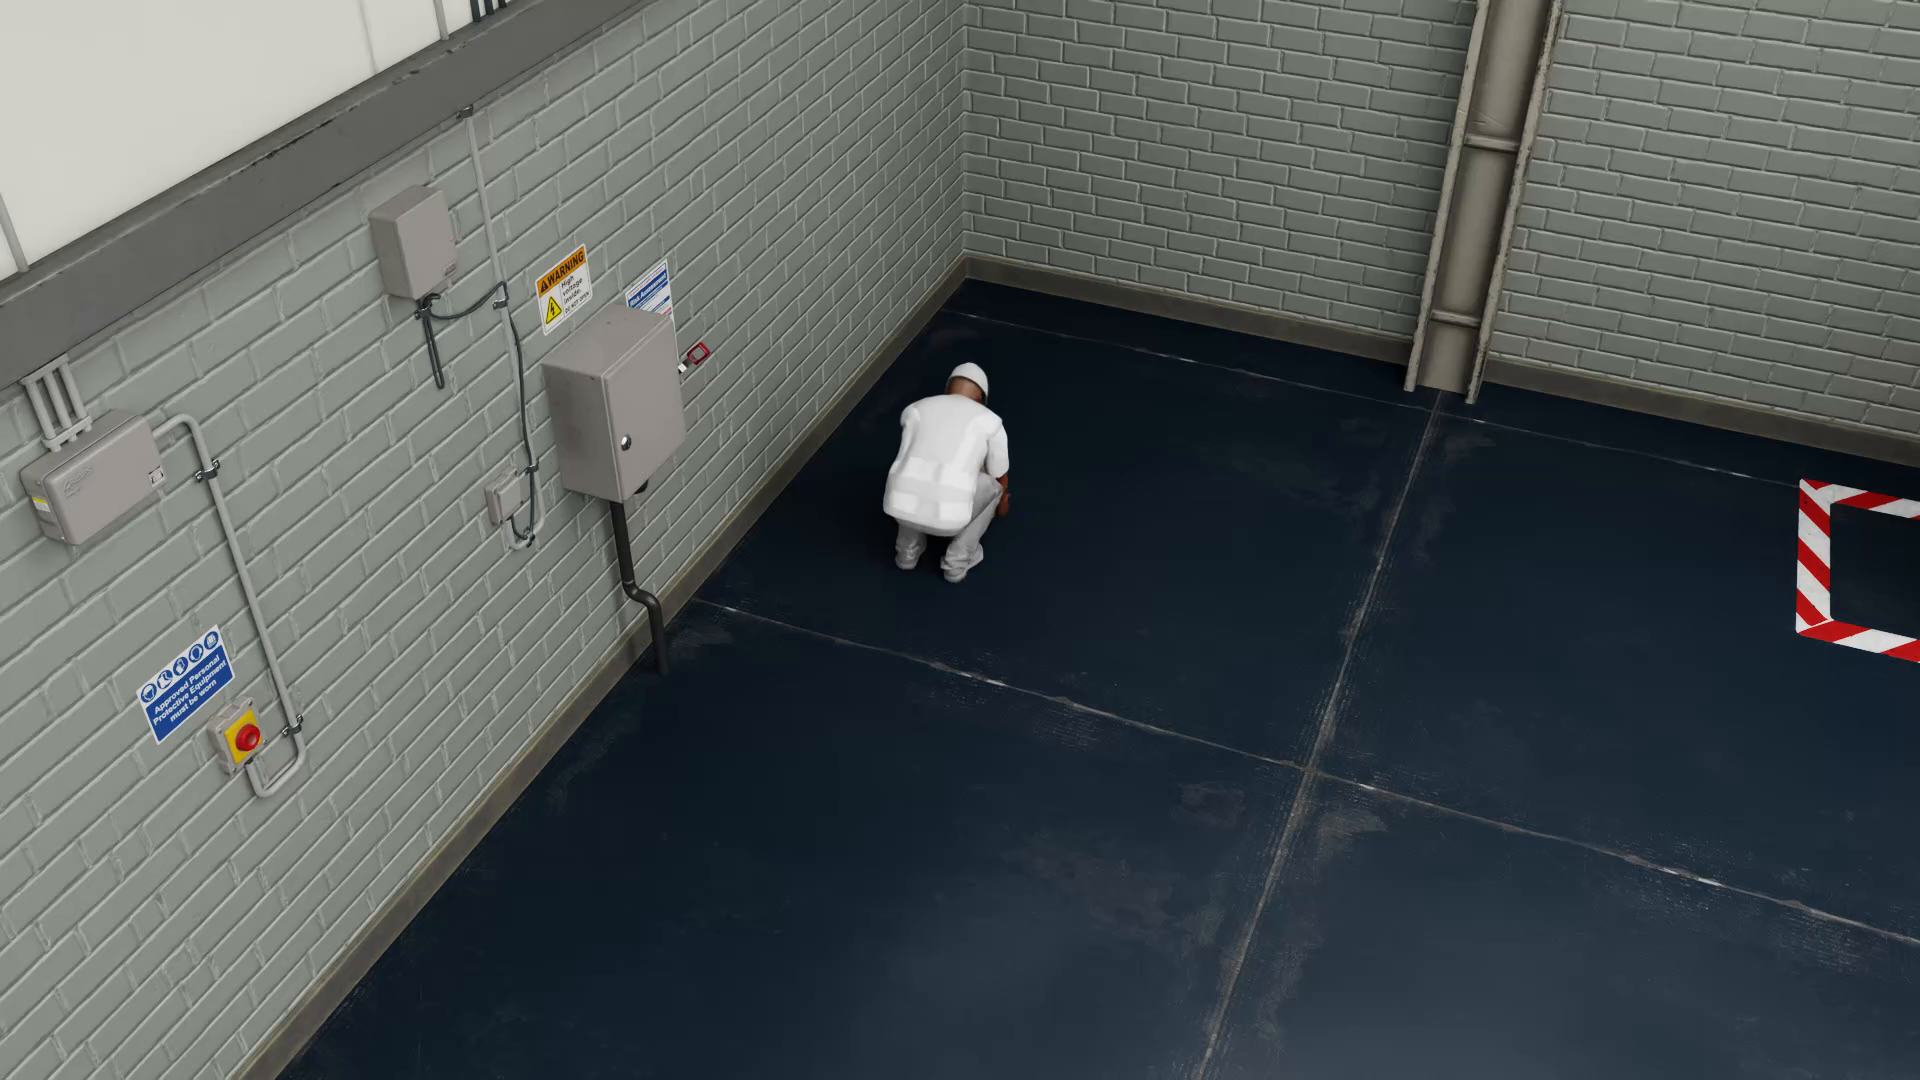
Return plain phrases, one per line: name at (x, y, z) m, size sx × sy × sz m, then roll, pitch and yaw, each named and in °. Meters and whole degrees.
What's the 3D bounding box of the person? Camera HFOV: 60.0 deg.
person at (-0.070, -0.291, 8.043) m, size 0.535 × 0.875 × 0.939 m, roll 13°, pitch 39°, yaw 17°
